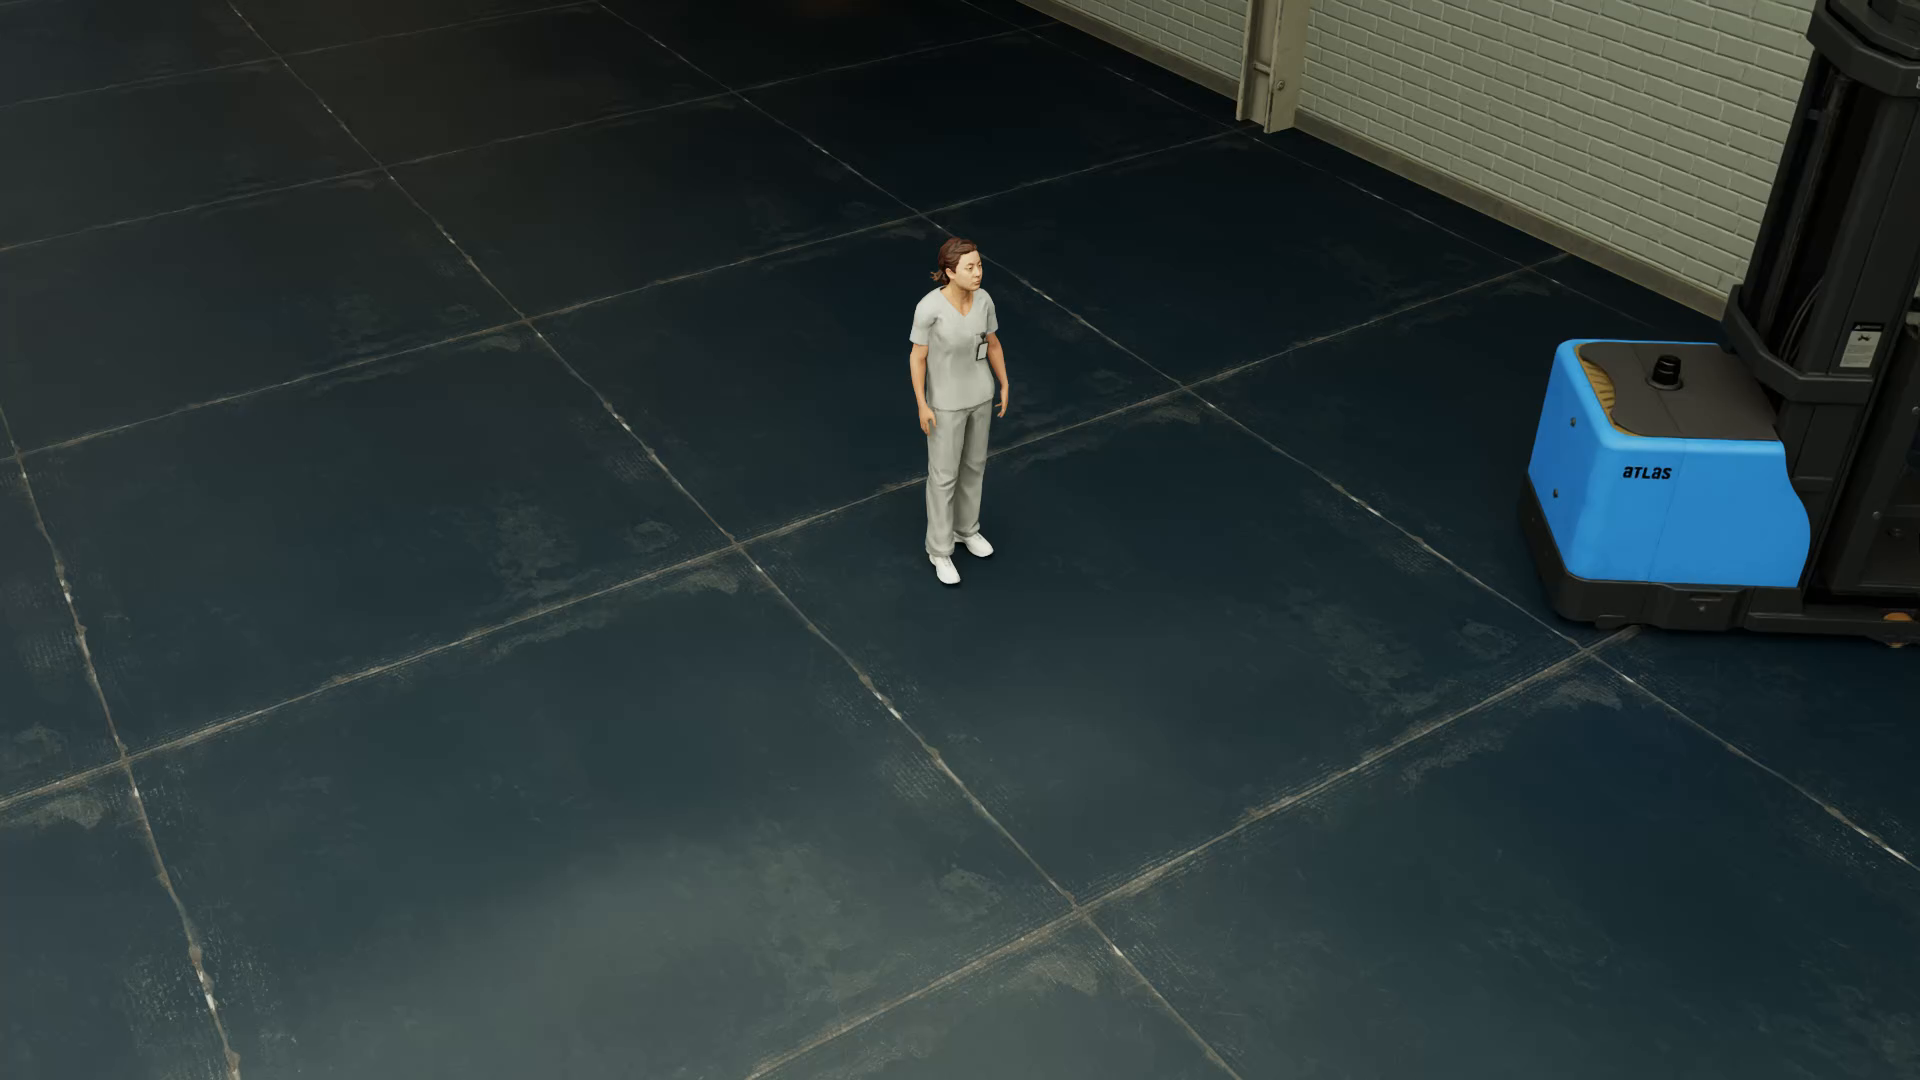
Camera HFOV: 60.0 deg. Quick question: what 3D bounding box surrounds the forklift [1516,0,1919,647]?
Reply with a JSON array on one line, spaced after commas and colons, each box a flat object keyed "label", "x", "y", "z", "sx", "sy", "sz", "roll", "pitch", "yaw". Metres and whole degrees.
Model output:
[{"label": "forklift", "x": 4.428, "y": -0.998, "z": 7.568, "sx": 3.031, "sy": 2.935, "sz": 1.130, "roll": 2, "pitch": 35, "yaw": 3}]

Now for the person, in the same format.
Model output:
[{"label": "person", "x": 0.029, "y": -0.652, "z": 8.154, "sx": 0.549, "sy": 1.673, "sz": 0.548, "roll": -21, "pitch": 40, "yaw": -27}]
